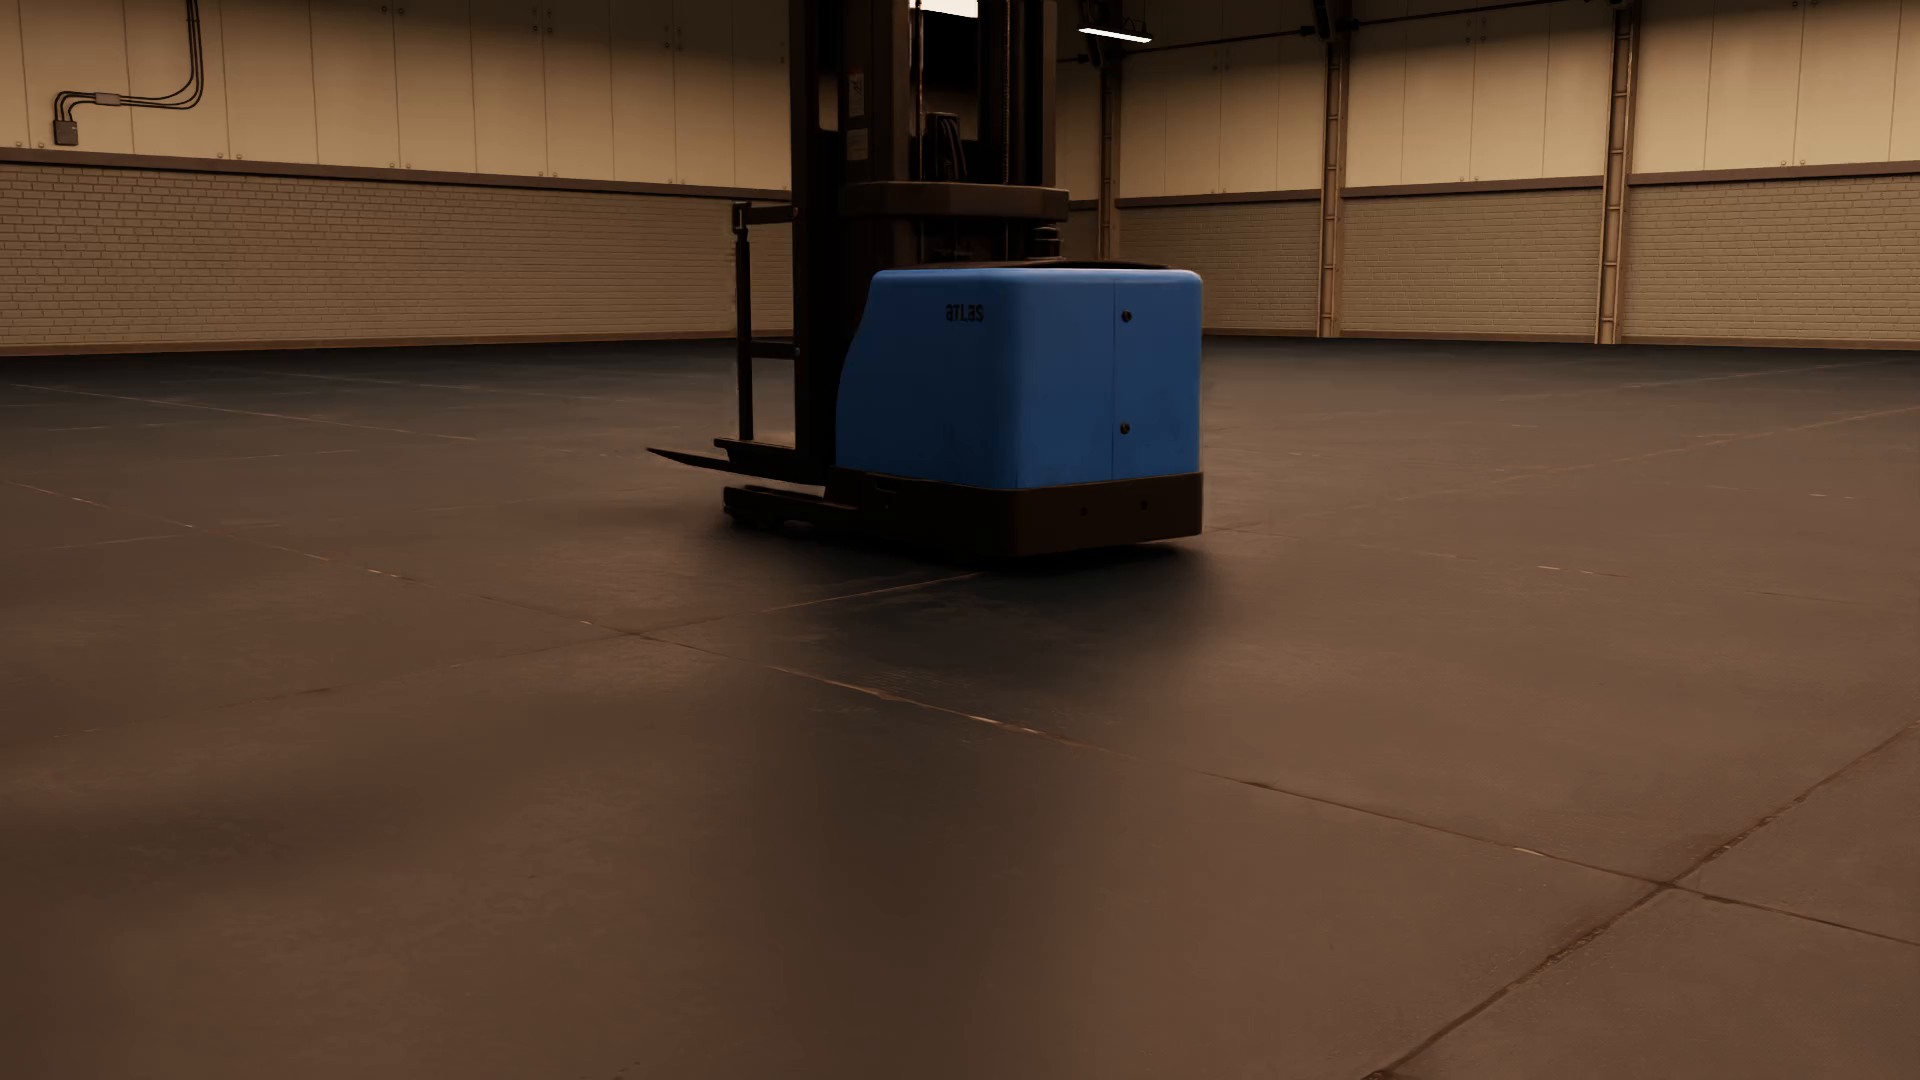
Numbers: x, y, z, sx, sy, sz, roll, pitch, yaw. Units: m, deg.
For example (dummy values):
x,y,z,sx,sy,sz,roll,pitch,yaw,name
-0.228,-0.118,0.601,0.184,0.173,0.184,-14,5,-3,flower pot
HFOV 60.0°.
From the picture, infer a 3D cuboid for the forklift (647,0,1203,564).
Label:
x,y,z,sx,sy,sz,roll,pitch,yaw,name
-0.363,-1.535,7.069,1.130,2.935,3.031,-7,11,-37,forklift
